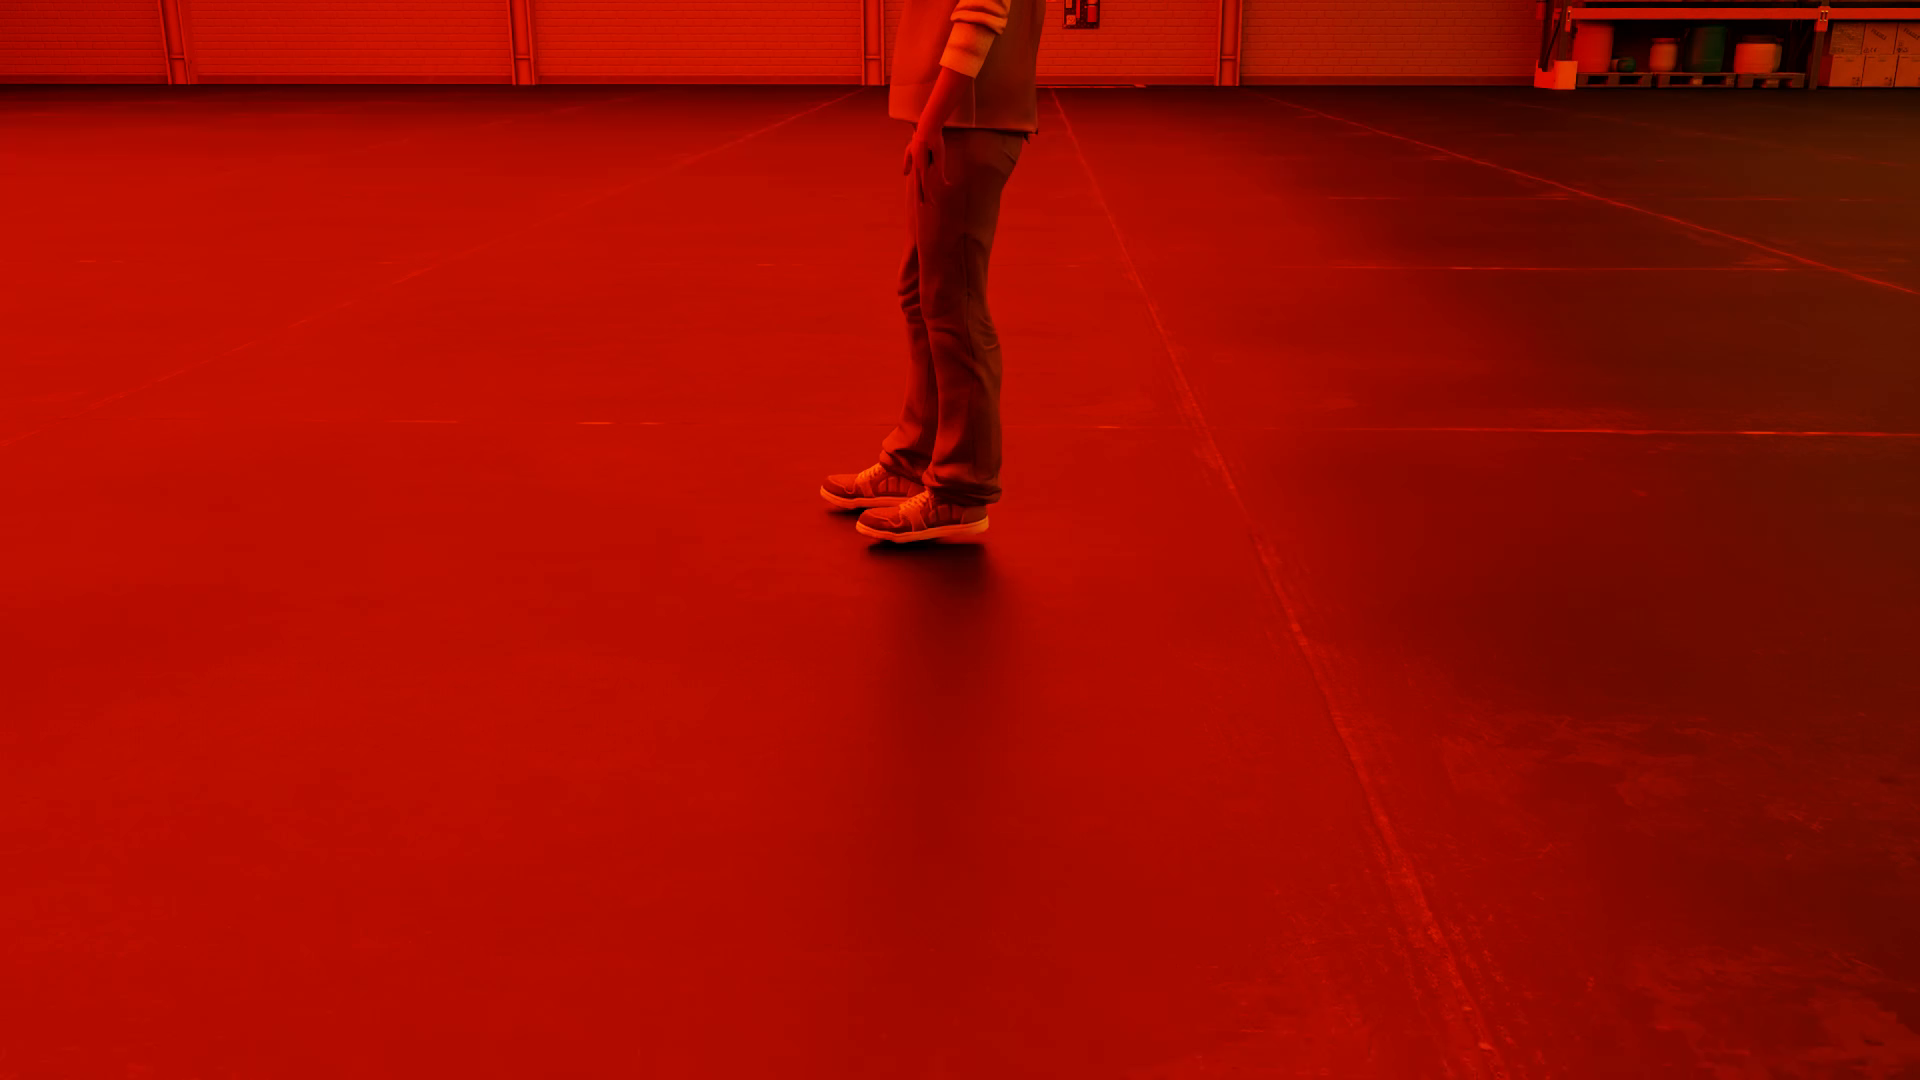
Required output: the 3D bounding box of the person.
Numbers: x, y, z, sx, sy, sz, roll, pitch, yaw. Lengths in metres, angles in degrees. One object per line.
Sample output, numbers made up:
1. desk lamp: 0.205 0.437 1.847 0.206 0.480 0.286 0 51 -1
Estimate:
1. person: -0.073 -0.775 3.149 0.475 1.597 0.520 1 17 2
